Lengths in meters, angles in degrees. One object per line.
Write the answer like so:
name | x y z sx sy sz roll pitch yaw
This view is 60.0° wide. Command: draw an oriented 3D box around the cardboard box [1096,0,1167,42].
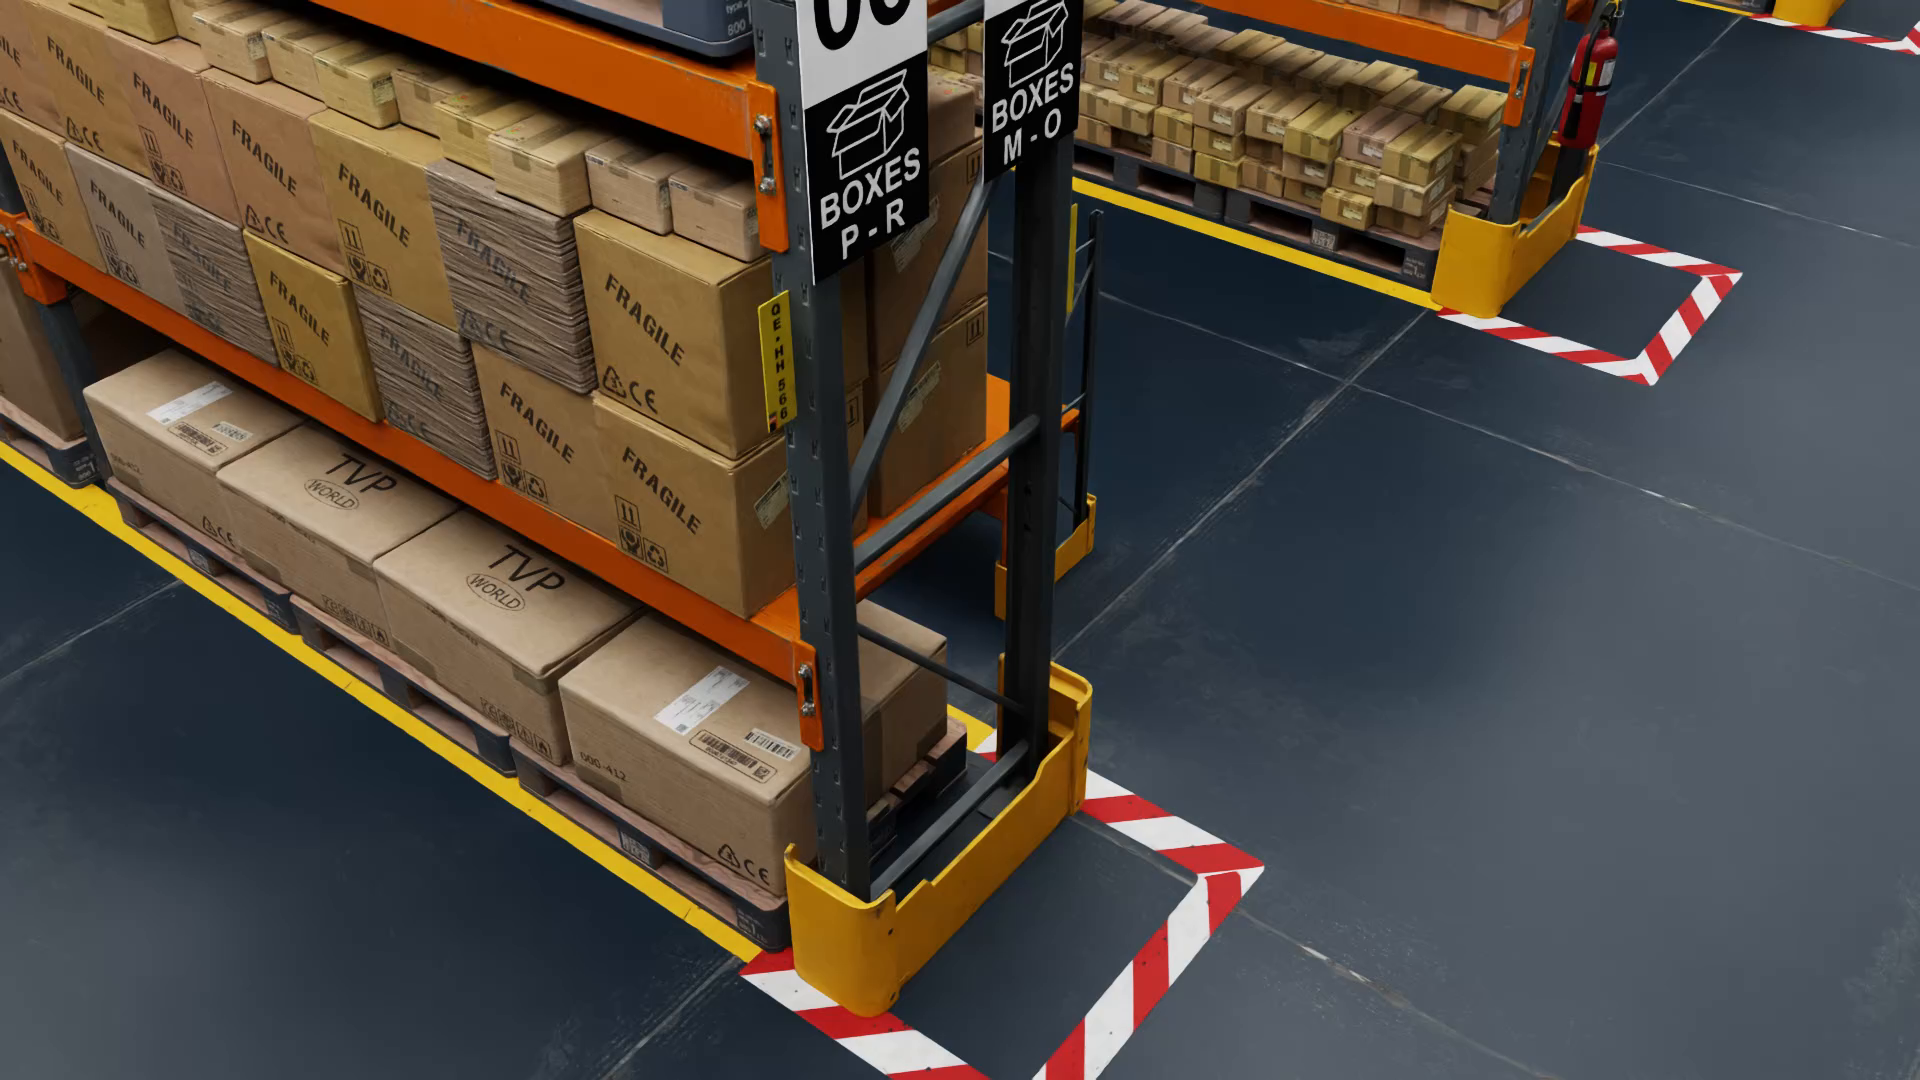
cardboard box | 0.990 -2.978 9.610 0.250 0.149 0.380 23 44 27

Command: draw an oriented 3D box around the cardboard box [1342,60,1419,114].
cardboard box | 2.243 -2.408 8.881 0.250 0.149 0.380 25 45 28

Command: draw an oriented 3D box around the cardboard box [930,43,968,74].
cardboard box | 0.039 -2.881 9.727 0.250 0.149 0.380 26 45 29

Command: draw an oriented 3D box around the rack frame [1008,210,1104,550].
rack frame | 0.336 -0.432 6.085 0.032 1.500 0.500 25 45 29

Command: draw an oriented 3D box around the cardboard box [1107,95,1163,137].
cardboard box | 1.014 -2.360 9.062 0.250 0.149 0.380 26 45 29

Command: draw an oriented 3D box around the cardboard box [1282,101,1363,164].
cardboard box | 1.845 -2.075 8.456 0.250 0.149 0.380 24 44 28

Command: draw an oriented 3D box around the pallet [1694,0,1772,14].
pallet | 5.278 -4.120 11.842 1.213 0.211 1.003 25 45 29

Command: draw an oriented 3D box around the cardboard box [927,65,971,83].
cardboard box | -0.005 -2.714 9.755 0.250 0.149 0.380 27 45 30

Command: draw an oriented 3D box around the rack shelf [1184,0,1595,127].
rack shelf | 1.279 -3.032 8.773 4.000 0.370 1.077 25 45 29

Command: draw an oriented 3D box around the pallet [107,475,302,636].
pallet | -2.681 -0.182 6.811 1.213 0.211 1.003 25 45 29

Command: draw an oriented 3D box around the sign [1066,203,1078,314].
sign | 0.282 -0.746 4.504 0.005 0.325 0.100 25 45 29

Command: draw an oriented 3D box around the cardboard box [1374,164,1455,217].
cardboard box | 2.275 -1.784 8.326 0.250 0.149 0.380 24 44 27

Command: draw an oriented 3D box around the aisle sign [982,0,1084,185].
aisle sign | 0.173 -1.243 3.796 0.004 0.787 0.394 25 45 29

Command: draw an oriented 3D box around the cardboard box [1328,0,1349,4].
cardboard box | 1.837 -2.733 8.012 0.250 0.149 0.380 27 45 30

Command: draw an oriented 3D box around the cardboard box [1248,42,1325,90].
cardboard box | 1.781 -2.568 9.087 0.250 0.149 0.380 27 45 30

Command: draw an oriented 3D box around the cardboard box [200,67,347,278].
cardboard box | -1.810 -1.159 4.905 0.500 0.500 0.500 25 44 28

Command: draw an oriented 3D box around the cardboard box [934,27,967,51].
cardboard box | 0.020 -2.979 9.611 0.250 0.149 0.380 28 46 31

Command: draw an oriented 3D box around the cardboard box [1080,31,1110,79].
cardboard box | 0.625 -2.687 9.237 0.250 0.149 0.380 26 45 29

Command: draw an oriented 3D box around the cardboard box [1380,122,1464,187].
cardboard box | 2.293 -1.918 8.255 0.250 0.149 0.380 26 45 29

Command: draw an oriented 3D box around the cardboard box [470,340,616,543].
cardboard box | -0.993 -0.391 4.734 0.500 0.500 0.500 24 44 28

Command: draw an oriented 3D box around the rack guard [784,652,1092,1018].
rack guard | -0.041 0.888 5.210 0.348 0.500 1.175 25 45 29

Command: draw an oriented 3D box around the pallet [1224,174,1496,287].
pallet | 2.183 -1.819 8.901 1.213 0.211 1.003 25 45 29

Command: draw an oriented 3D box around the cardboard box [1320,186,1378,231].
cardboard box | 2.057 -1.751 8.525 0.250 0.149 0.380 27 45 30

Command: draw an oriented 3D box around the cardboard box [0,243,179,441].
cardboard box | -3.778 -1.125 7.136 0.875 0.875 0.875 27 45 30

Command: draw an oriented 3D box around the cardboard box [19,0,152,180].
cardboard box | -2.609 -1.547 5.400 0.500 0.500 0.500 25 44 28

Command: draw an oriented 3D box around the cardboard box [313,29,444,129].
cardboard box | -1.513 -1.281 4.534 0.250 0.149 0.380 26 45 30

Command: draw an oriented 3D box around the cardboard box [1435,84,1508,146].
cardboard box | 2.657 -2.206 8.624 0.250 0.149 0.380 23 44 27

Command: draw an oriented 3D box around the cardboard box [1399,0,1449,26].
cardboard box | 2.262 -2.563 7.794 0.250 0.149 0.380 25 45 29

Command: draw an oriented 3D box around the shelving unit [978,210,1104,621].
shelving unit | -0.061 -0.619 6.324 1.083 1.500 0.587 25 45 29

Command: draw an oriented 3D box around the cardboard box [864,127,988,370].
cardboard box | -0.268 -0.857 4.519 0.500 0.500 0.500 24 44 28

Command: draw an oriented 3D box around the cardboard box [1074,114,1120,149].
cardboard box | 0.839 -2.348 9.287 0.250 0.149 0.380 24 44 27

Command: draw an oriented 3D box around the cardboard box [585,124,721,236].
cardboard box | -0.683 -0.913 4.064 0.250 0.149 0.380 26 45 29

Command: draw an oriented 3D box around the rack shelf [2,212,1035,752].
rack shelf | -1.648 -0.571 5.629 4.000 0.370 1.077 25 45 29

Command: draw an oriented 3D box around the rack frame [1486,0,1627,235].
rack frame | 2.867 -2.566 7.595 0.127 3.000 1.000 25 45 29

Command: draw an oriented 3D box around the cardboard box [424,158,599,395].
cardboard box | -1.020 -0.783 4.425 0.500 0.500 0.500 25 45 29

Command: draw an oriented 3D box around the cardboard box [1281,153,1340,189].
cardboard box | 1.861 -1.978 8.574 0.250 0.149 0.380 23 44 27

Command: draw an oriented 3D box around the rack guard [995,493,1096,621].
rack guard | 0.335 0.060 6.471 0.087 0.250 0.587 25 45 29

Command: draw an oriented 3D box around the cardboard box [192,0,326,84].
cardboard box | -1.946 -1.466 4.771 0.250 0.149 0.380 25 45 29

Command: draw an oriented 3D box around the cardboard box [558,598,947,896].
cardboard box | -0.645 0.541 5.364 0.875 0.438 0.875 24 44 27

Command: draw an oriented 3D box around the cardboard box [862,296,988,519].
cardboard box | -0.267 -0.464 4.829 0.500 0.500 0.500 25 44 28

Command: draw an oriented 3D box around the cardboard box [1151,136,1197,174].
cardboard box | 1.249 -2.155 9.042 0.250 0.149 0.380 26 45 29

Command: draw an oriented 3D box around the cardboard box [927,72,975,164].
cardboard box | -0.174 -1.062 4.254 0.250 0.149 0.380 26 45 29

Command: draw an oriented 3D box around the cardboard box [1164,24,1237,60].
cardboard box | 1.342 -2.737 9.301 0.250 0.149 0.380 25 45 29

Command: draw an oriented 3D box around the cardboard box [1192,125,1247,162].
cardboard box | 1.442 -2.166 8.814 0.250 0.149 0.380 26 45 29

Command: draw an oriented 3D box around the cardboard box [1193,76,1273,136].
cardboard box | 1.431 -2.276 8.713 0.250 0.149 0.380 27 45 30

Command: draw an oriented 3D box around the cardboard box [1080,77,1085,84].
cardboard box | 0.671 -2.591 9.356 0.250 0.149 0.380 27 46 30

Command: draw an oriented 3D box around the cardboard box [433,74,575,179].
cardboard box | -1.114 -1.083 4.281 0.250 0.149 0.380 26 45 30

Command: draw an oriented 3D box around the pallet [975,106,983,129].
pallet | 0.245 -2.732 10.069 1.213 0.211 1.003 25 45 29

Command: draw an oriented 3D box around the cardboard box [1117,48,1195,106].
cardboard box | 1.063 -2.513 9.016 0.250 0.149 0.380 25 45 29

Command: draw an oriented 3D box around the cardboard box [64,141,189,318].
cardboard box | -2.626 -1.148 5.702 0.500 0.500 0.500 26 45 29

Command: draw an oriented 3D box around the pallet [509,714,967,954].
pallet | -0.743 0.732 5.644 1.213 0.211 1.003 25 45 29

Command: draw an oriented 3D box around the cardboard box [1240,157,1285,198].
cardboard box | 1.695 -1.978 8.815 0.250 0.149 0.380 26 45 29

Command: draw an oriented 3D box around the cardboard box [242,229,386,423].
cardboard box | -1.826 -0.765 5.213 0.500 0.500 0.500 27 45 30

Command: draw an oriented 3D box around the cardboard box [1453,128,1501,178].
cardboard box | 2.607 -2.048 8.664 0.250 0.149 0.380 27 46 30

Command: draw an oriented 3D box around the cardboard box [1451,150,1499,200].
cardboard box | 2.645 -1.962 8.795 0.250 0.149 0.380 26 45 29

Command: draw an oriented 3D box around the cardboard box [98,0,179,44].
cardboard box | -2.348 -1.646 5.001 0.250 0.149 0.380 24 44 27

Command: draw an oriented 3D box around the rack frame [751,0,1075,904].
rack frame | -0.060 -0.105 4.451 0.127 3.000 1.000 25 45 29

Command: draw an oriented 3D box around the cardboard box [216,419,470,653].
cardboard box | -2.092 -0.137 6.229 0.875 0.438 0.875 24 44 27
